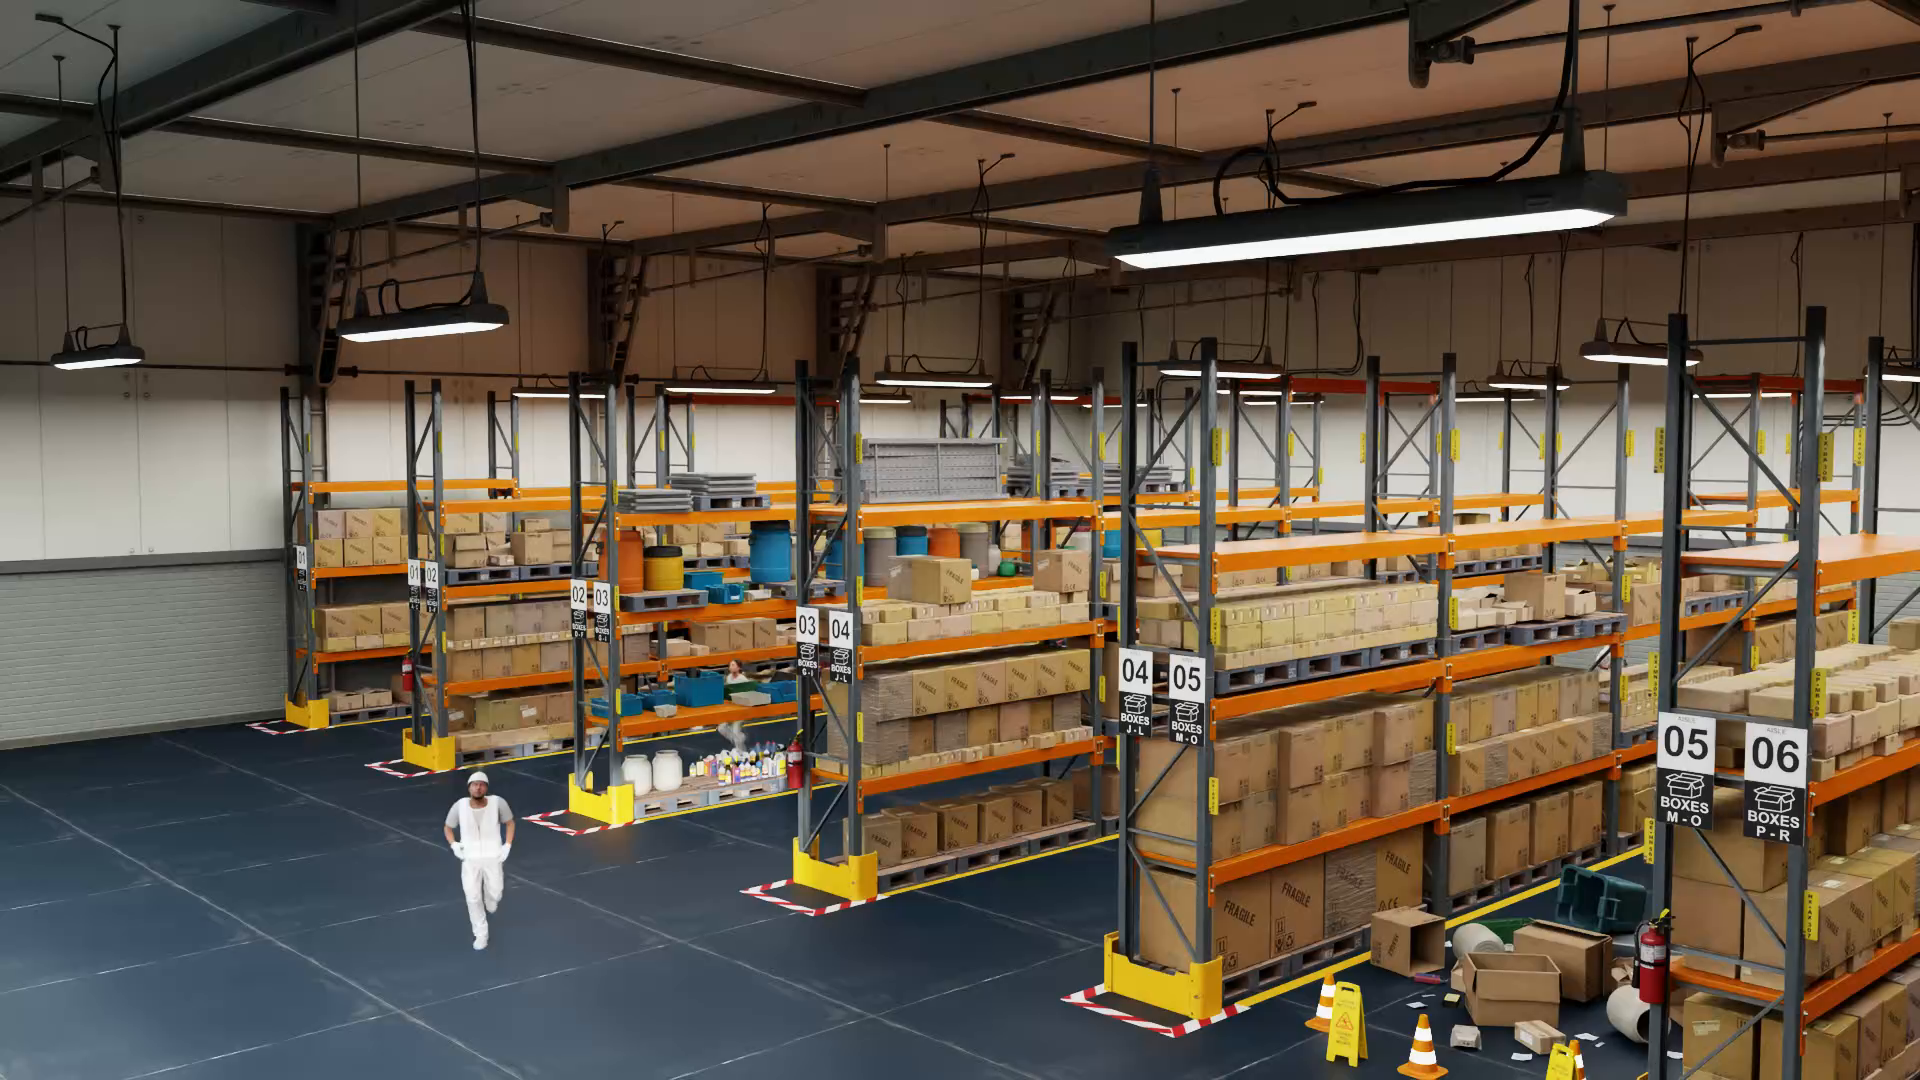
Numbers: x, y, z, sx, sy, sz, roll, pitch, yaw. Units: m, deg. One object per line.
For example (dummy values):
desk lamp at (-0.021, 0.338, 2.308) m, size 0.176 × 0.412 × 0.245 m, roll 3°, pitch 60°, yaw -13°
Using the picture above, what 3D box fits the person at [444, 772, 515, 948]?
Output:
person at (-4.904, 3.225, 16.993) m, size 0.702 × 1.736 × 0.714 m, roll -1°, pitch 4°, yaw -18°

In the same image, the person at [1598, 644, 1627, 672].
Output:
person at (11.668, 2.468, 29.725) m, size 0.608 × 1.667 × 0.778 m, roll -1°, pitch 4°, yaw -16°

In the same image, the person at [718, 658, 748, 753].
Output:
person at (-3.559, 2.676, 26.308) m, size 0.509 × 1.619 × 0.549 m, roll 2°, pitch 4°, yaw 32°
